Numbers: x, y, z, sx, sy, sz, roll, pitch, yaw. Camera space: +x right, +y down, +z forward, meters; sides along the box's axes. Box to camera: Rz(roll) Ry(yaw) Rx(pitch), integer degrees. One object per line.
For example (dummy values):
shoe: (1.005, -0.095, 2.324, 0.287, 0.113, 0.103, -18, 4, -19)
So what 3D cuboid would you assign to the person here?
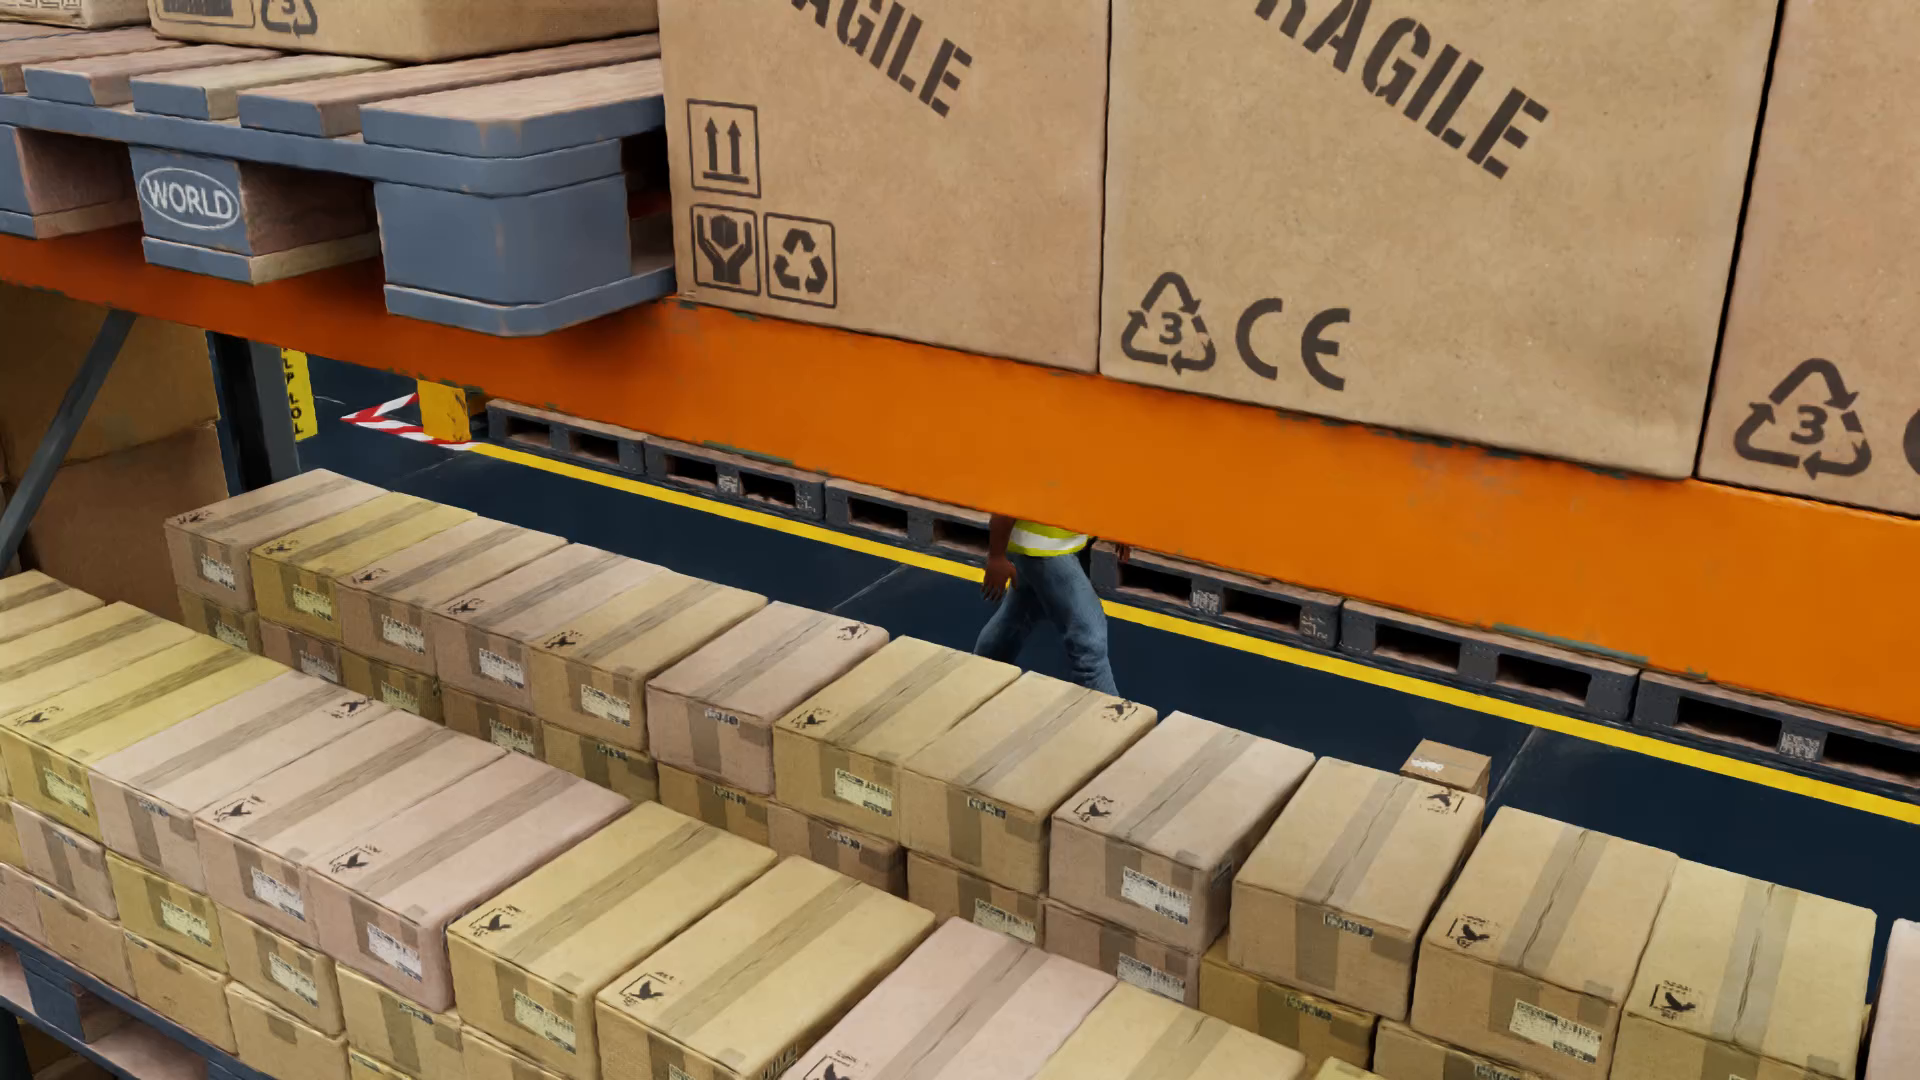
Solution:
person: (0.431, -0.011, 6.098, 0.982, 1.711, 0.592, 9, 25, 21)
